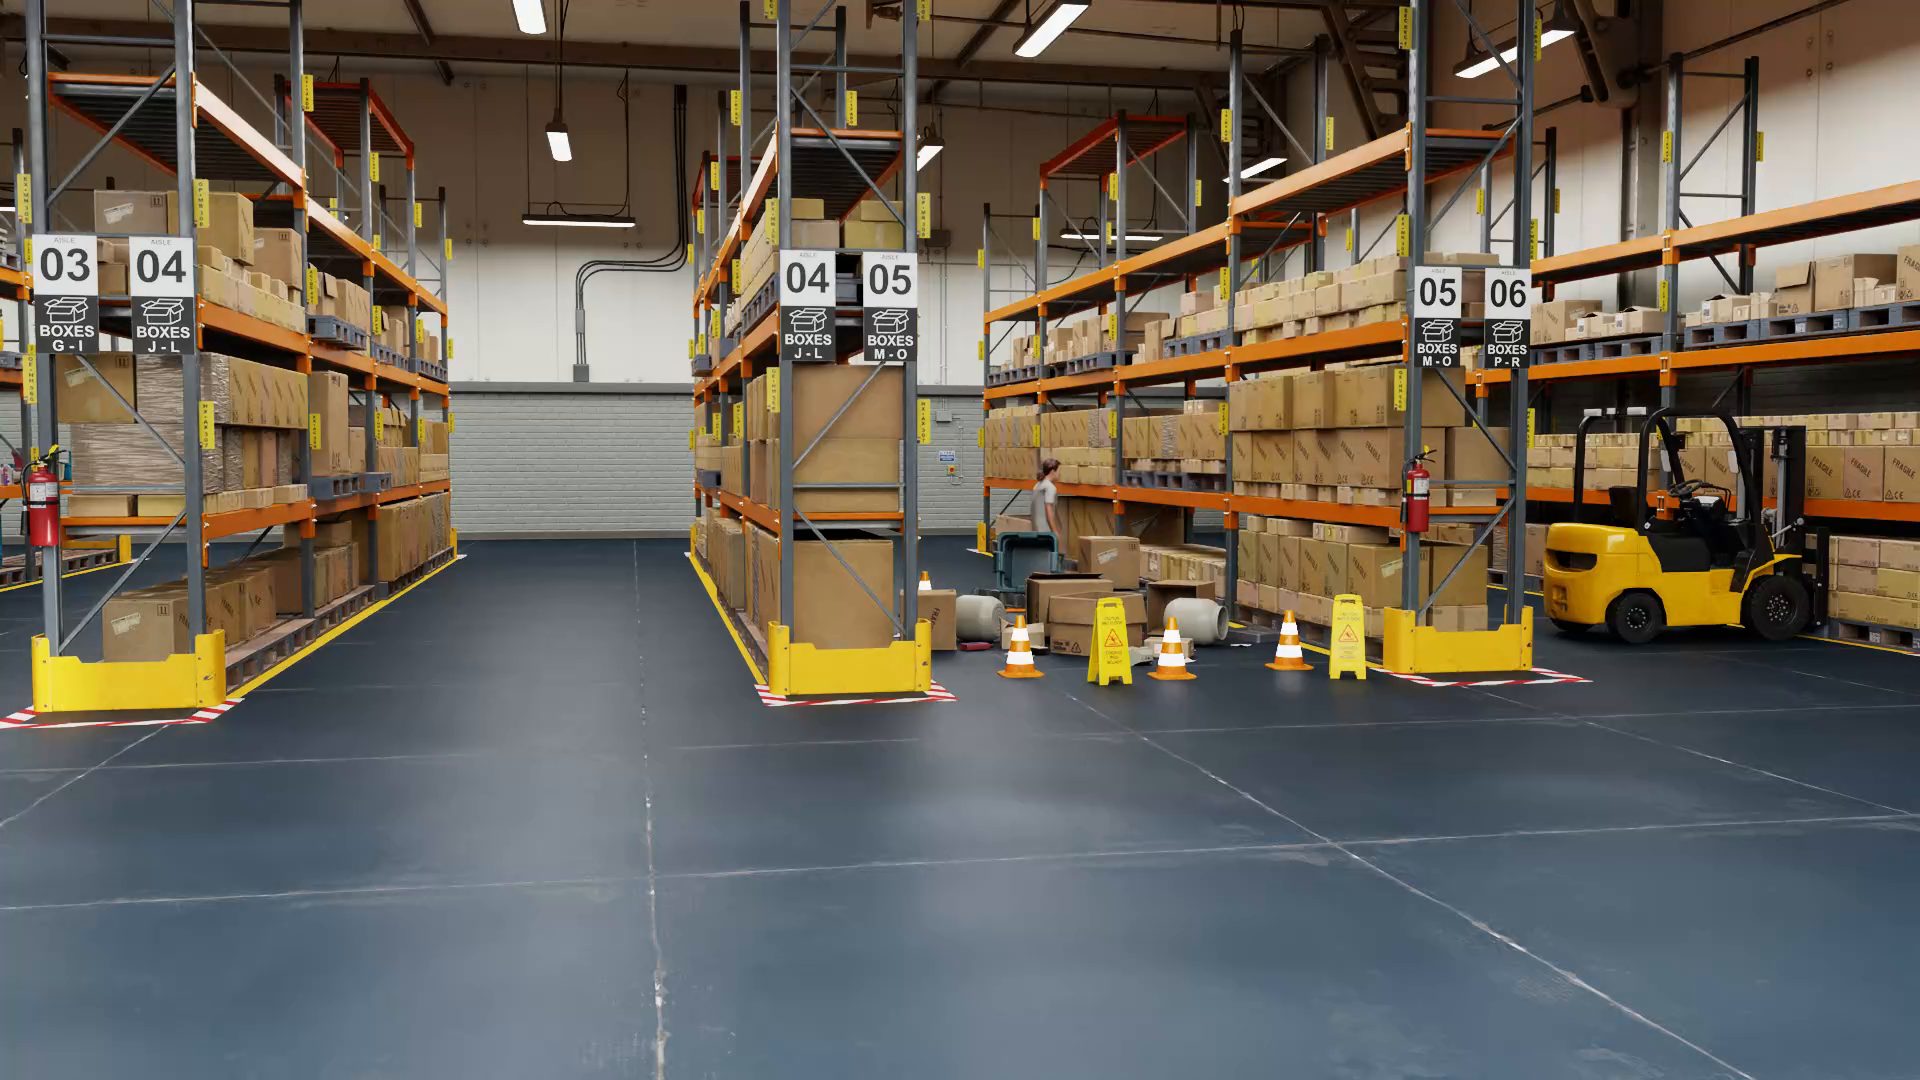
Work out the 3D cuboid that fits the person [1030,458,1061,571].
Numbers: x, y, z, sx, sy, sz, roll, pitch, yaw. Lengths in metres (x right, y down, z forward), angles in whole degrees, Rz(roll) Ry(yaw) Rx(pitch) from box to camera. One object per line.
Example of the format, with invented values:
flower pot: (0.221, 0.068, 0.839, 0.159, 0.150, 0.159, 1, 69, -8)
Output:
person: (0.975, -0.072, 18.479, 0.361, 1.672, 0.492, -1, 3, -14)
